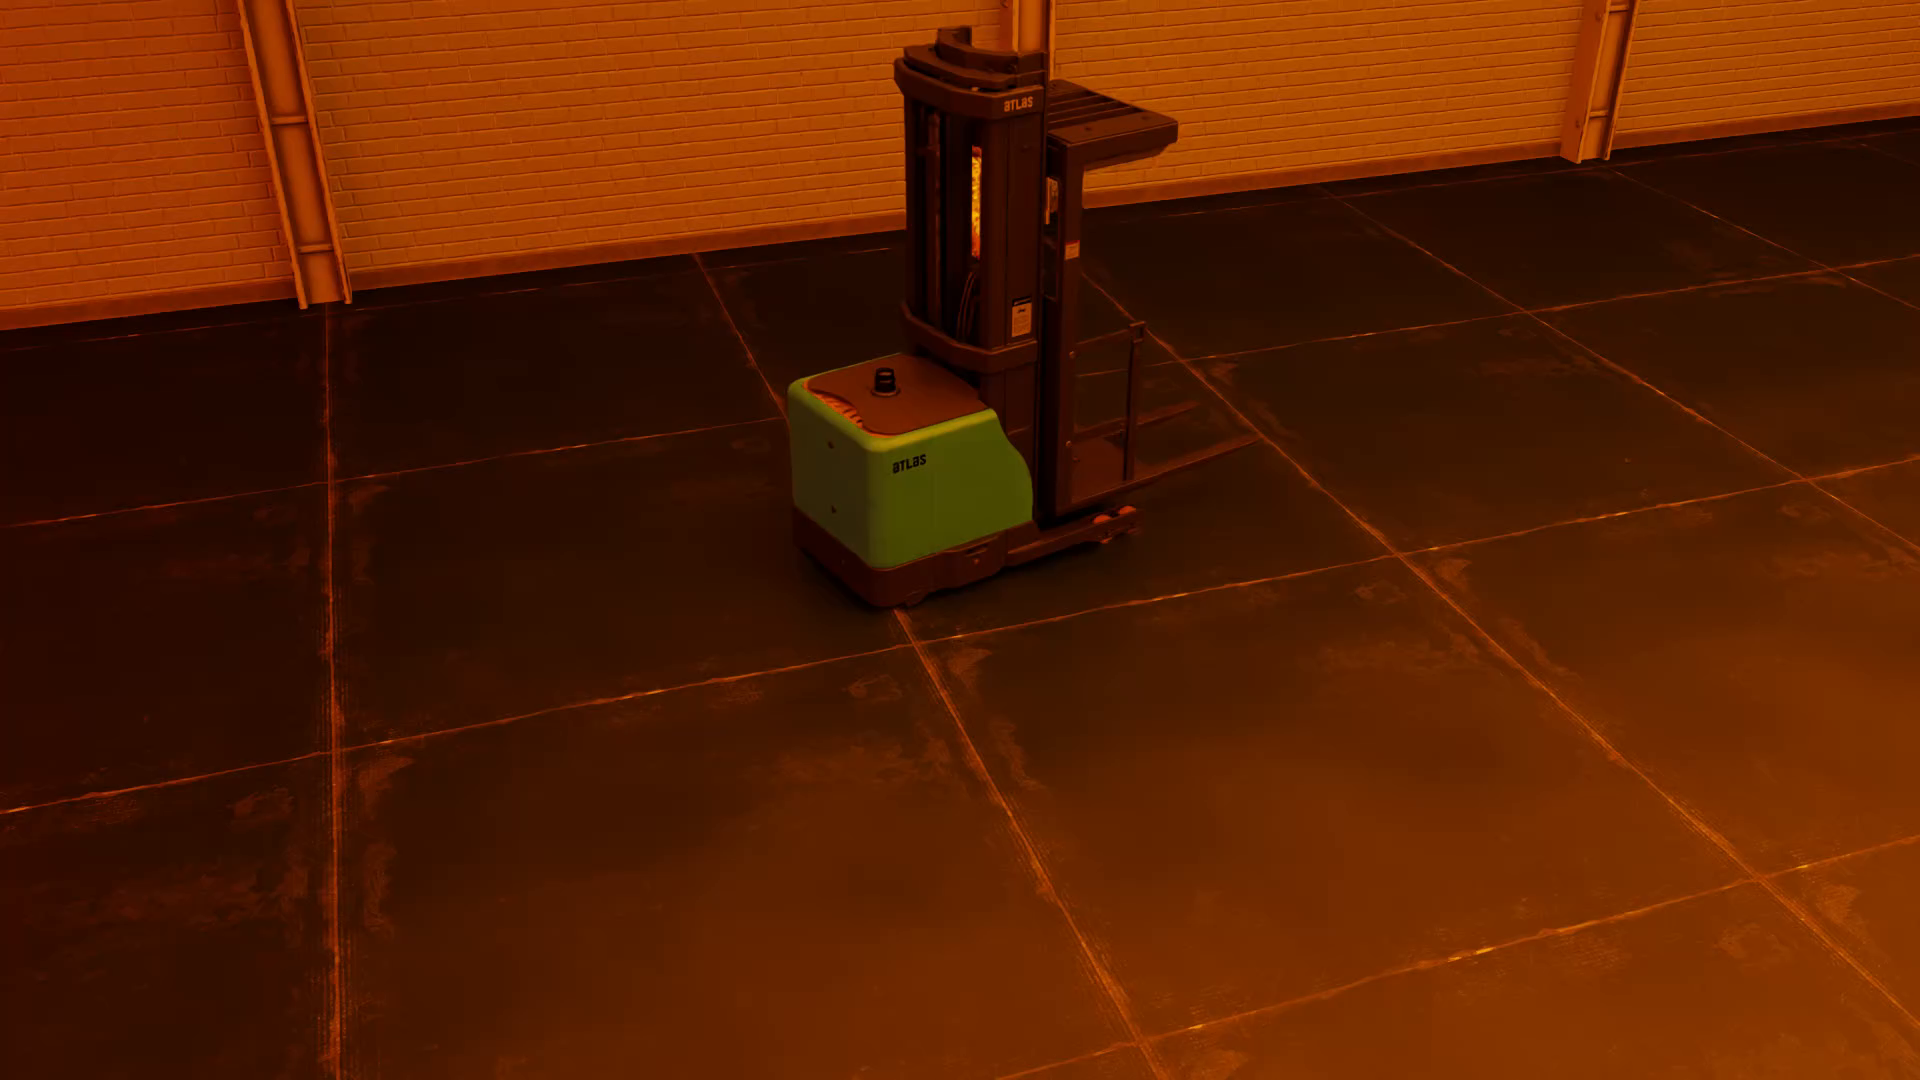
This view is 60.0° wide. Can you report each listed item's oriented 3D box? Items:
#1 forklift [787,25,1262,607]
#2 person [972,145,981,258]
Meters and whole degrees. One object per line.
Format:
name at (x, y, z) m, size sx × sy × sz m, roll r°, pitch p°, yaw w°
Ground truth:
forklift at (0.508, -1.453, 9.613) m, size 3.031 × 2.935 × 1.130 m, roll -19°, pitch 35°, yaw -29°
person at (0.137, -2.271, 12.311) m, size 0.519 × 1.663 × 0.653 m, roll -4°, pitch 30°, yaw -7°
